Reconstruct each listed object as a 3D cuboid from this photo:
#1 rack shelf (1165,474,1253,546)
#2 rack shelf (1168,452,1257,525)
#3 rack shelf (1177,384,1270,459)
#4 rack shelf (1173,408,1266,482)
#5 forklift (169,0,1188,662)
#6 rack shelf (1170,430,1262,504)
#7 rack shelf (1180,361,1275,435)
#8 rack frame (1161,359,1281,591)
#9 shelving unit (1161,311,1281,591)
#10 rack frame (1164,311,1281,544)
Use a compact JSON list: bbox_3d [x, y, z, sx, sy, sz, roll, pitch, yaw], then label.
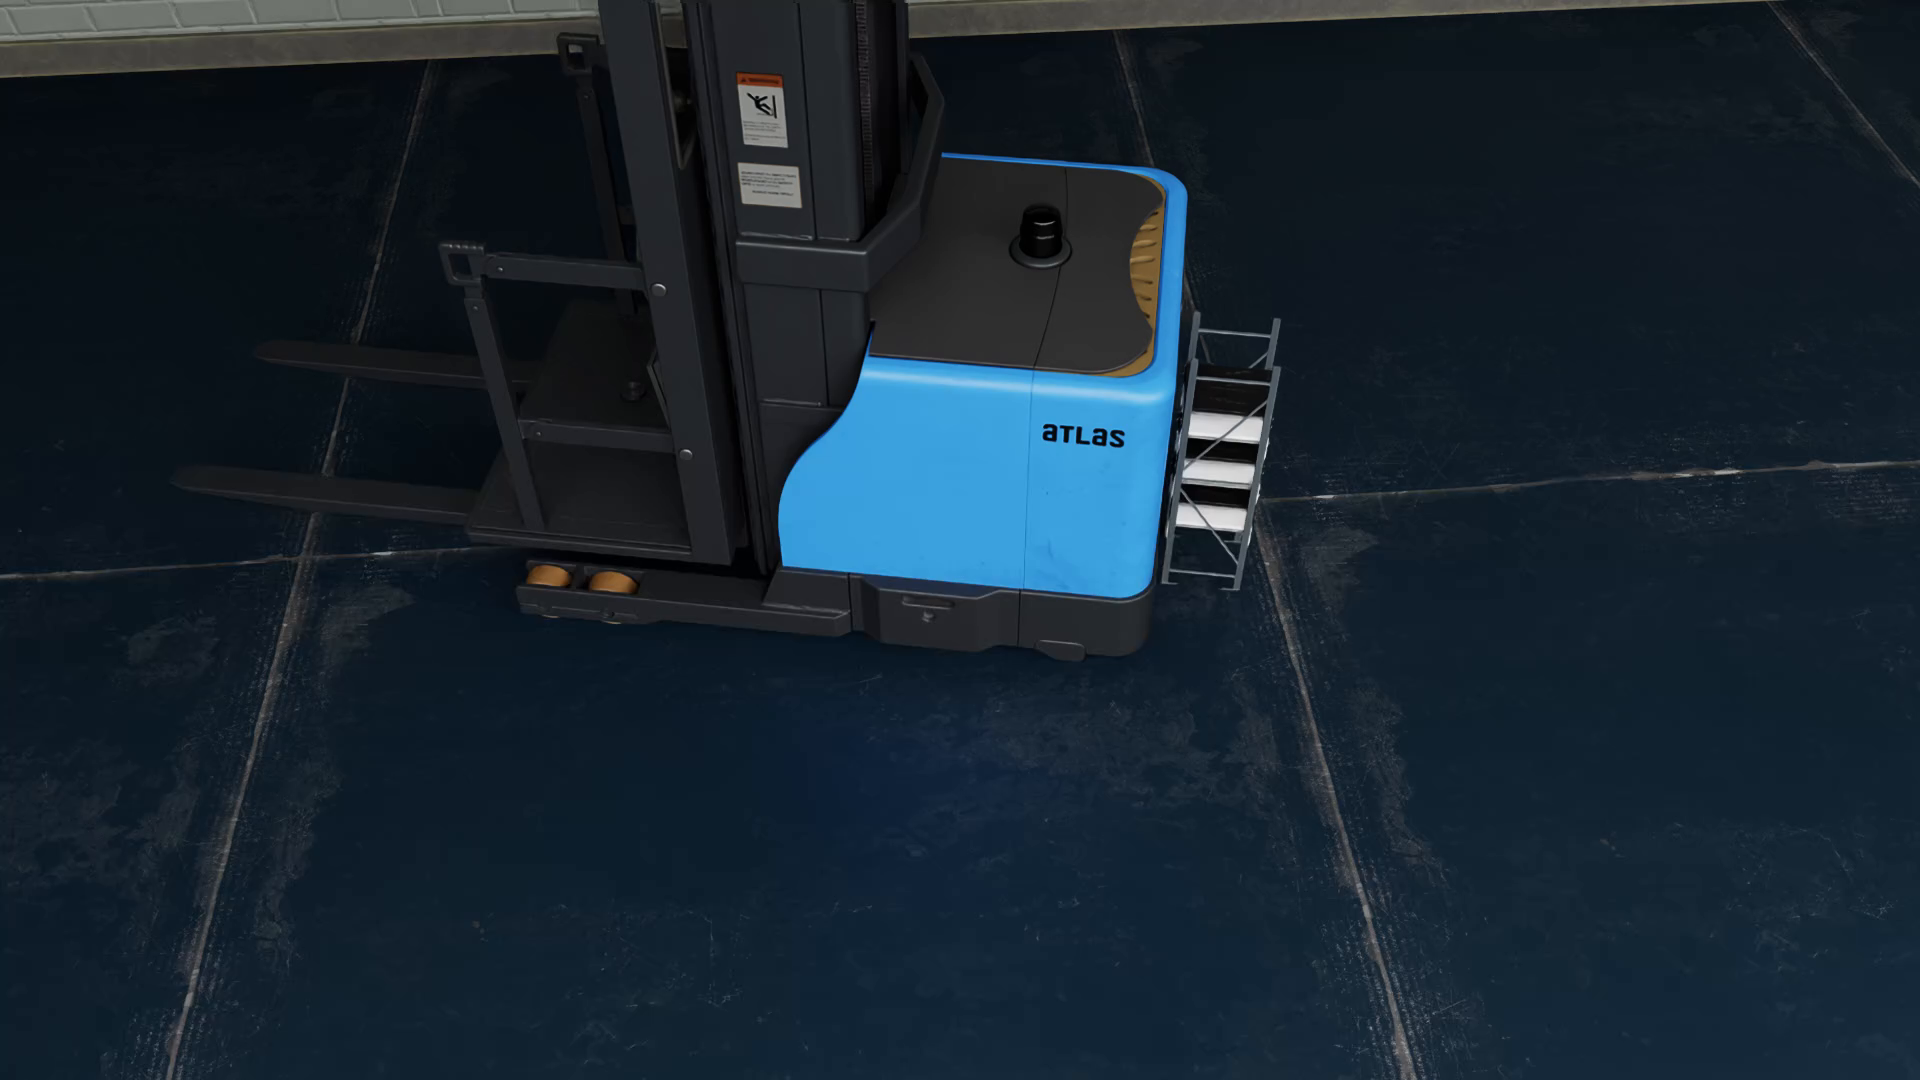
[{"bbox_3d":[0.751,-0.092,5.010,0.258,0.077,0.200,6,47,5],"label":"rack shelf"},{"bbox_3d":[0.752,-0.154,4.945,0.258,0.077,0.200,6,47,5],"label":"rack shelf"},{"bbox_3d":[0.753,-0.339,4.749,0.258,0.077,0.200,6,47,5],"label":"rack shelf"},{"bbox_3d":[0.752,-0.277,4.814,0.258,0.077,0.200,6,47,5],"label":"rack shelf"},{"bbox_3d":[-0.891,-1.130,4.301,3.031,2.935,1.130,5,47,5],"label":"forklift"},{"bbox_3d":[0.752,-0.215,4.879,0.258,0.077,0.200,6,47,5],"label":"rack shelf"},{"bbox_3d":[0.753,-0.401,4.683,0.258,0.077,0.200,6,47,5],"label":"rack shelf"},{"bbox_3d":[0.739,-0.165,4.786,0.240,0.900,0.006,6,47,5],"label":"rack frame"},{"bbox_3d":[0.752,-0.238,4.855,0.258,0.900,0.210,6,47,5],"label":"shelving unit"},{"bbox_3d":[0.765,-0.311,4.924,0.240,0.900,0.006,6,47,5],"label":"rack frame"}]
